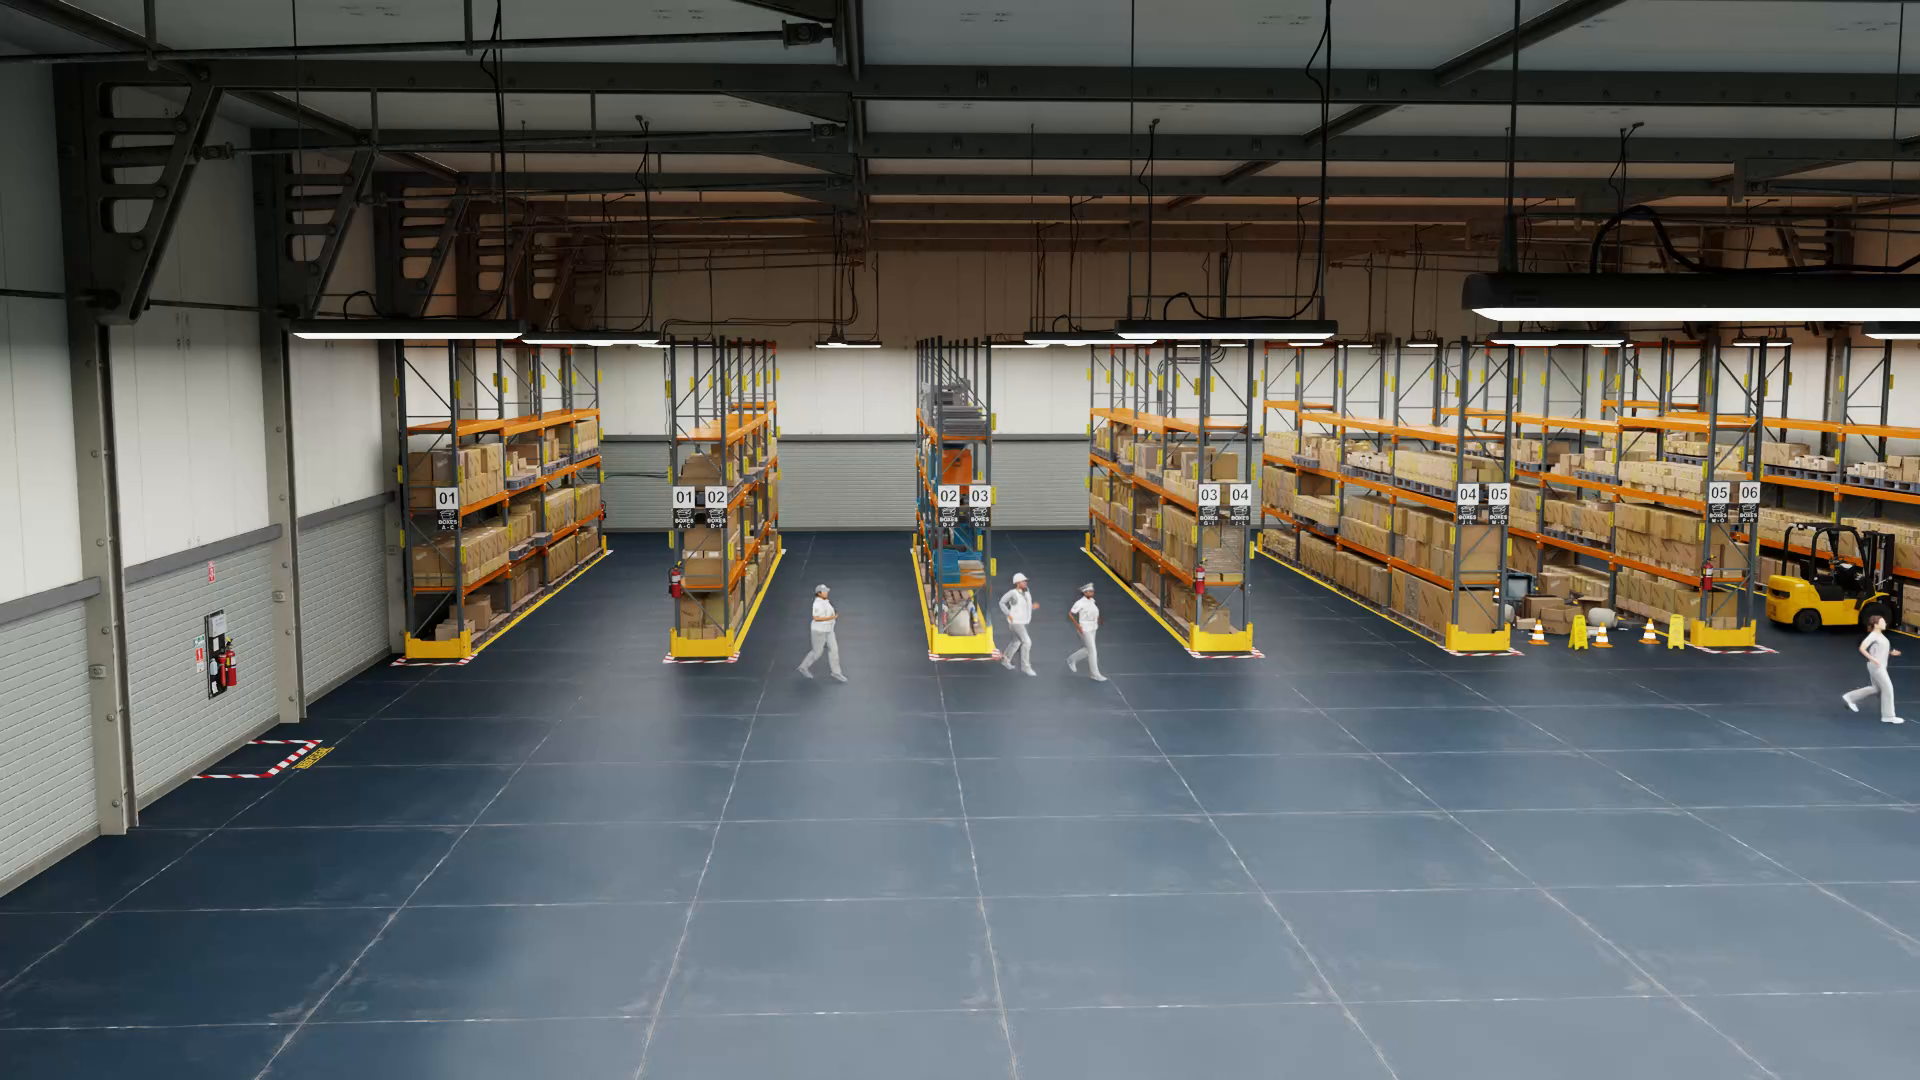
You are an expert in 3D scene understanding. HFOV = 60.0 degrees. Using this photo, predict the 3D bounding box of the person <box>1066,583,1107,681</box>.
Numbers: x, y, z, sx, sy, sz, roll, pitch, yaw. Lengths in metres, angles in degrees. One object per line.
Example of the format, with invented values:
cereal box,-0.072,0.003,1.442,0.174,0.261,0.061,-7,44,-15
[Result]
person,2.206,1.583,29.058,0.885,1.682,0.597,5,8,39

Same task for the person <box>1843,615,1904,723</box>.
person,14.183,1.977,25.759,0.885,1.643,0.576,6,9,42

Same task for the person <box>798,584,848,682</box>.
person,-2.393,1.609,28.836,0.874,1.691,0.598,3,7,22

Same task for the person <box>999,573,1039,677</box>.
person,1.045,1.478,29.489,0.804,1.802,0.649,4,8,34
